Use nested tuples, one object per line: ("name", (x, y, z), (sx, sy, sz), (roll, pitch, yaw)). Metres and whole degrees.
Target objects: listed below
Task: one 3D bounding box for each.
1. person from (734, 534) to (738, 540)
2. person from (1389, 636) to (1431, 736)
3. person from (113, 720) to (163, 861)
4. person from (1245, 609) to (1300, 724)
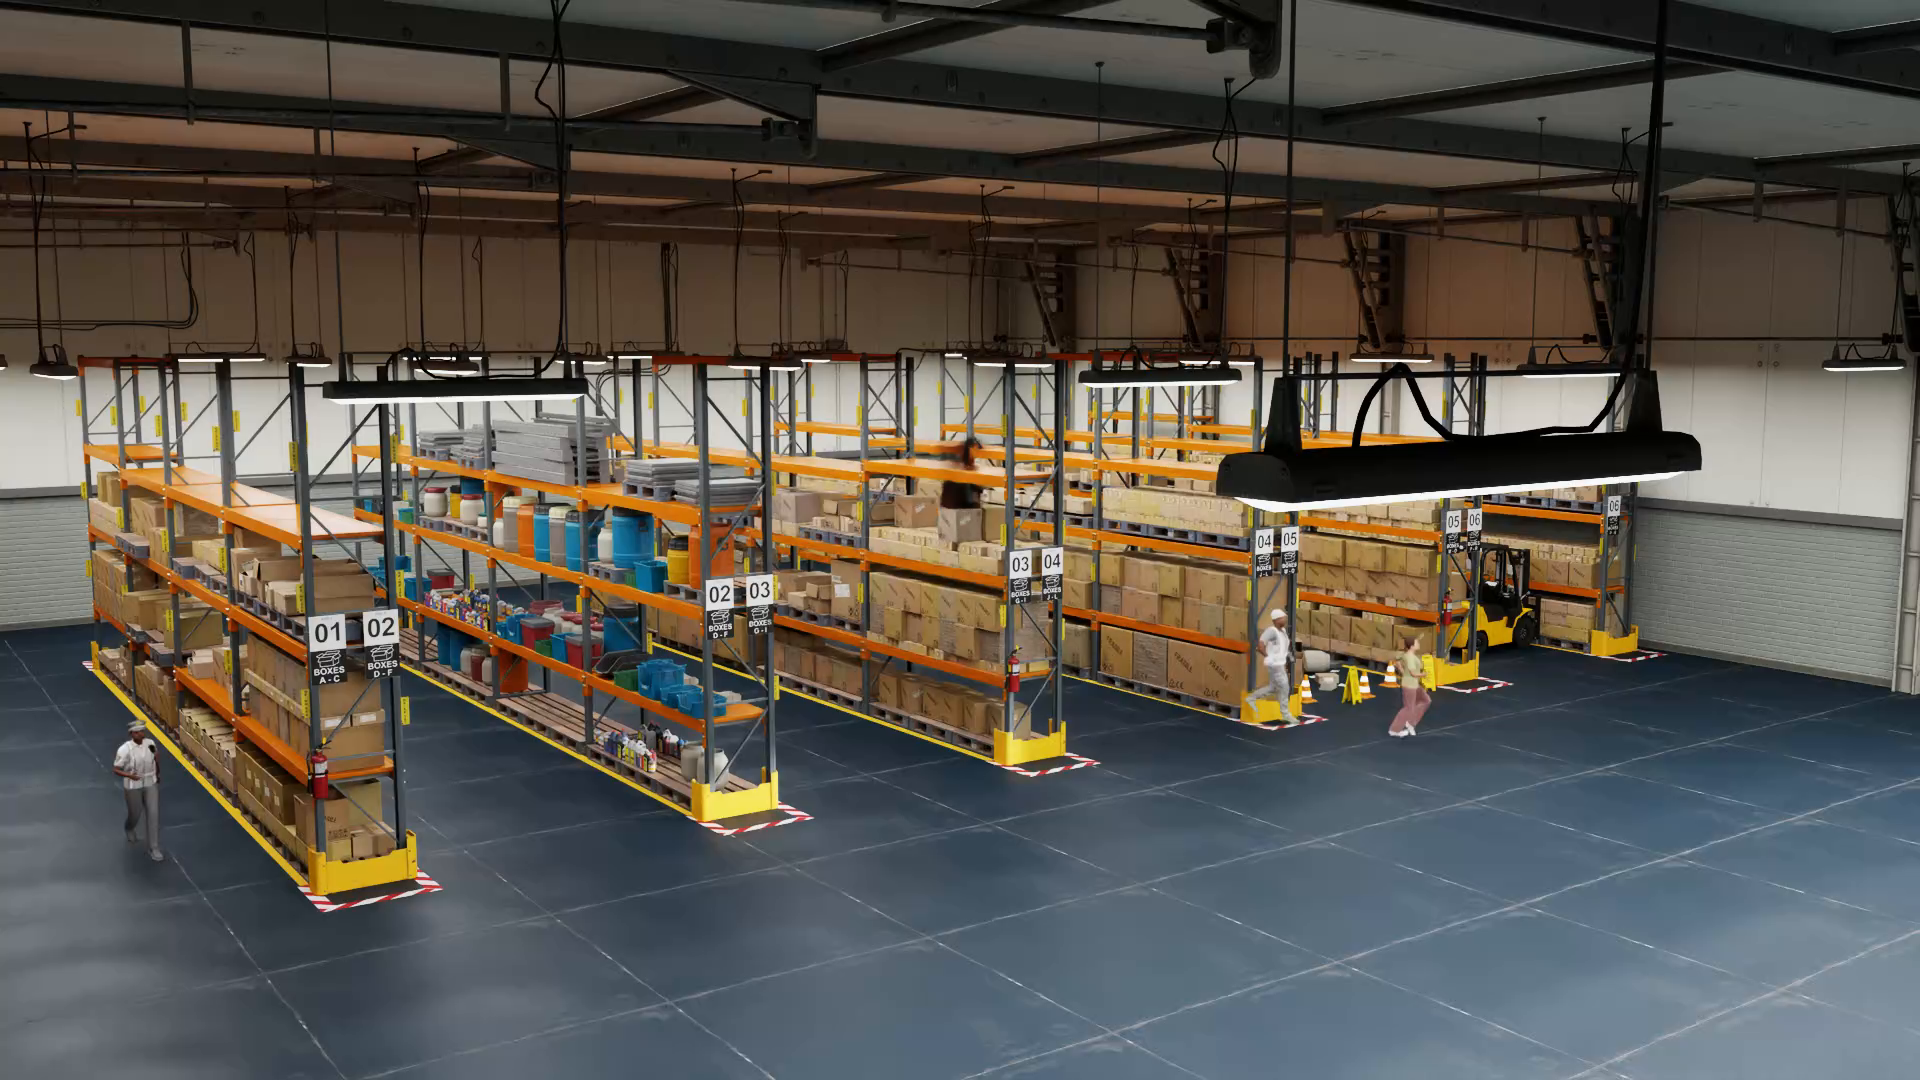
("person", (-5.496, 0.668, 39.786), (0.749, 1.774, 0.601), (0, 7, 1))
("person", (7.136, 2.322, 26.317), (0.640, 1.638, 0.555), (2, 7, 14))
("person", (-10.049, 3.022, 20.372), (0.587, 1.701, 0.930), (-6, 9, -42))
("person", (4.983, 1.981, 26.421), (0.929, 1.789, 0.703), (3, 8, 24))
